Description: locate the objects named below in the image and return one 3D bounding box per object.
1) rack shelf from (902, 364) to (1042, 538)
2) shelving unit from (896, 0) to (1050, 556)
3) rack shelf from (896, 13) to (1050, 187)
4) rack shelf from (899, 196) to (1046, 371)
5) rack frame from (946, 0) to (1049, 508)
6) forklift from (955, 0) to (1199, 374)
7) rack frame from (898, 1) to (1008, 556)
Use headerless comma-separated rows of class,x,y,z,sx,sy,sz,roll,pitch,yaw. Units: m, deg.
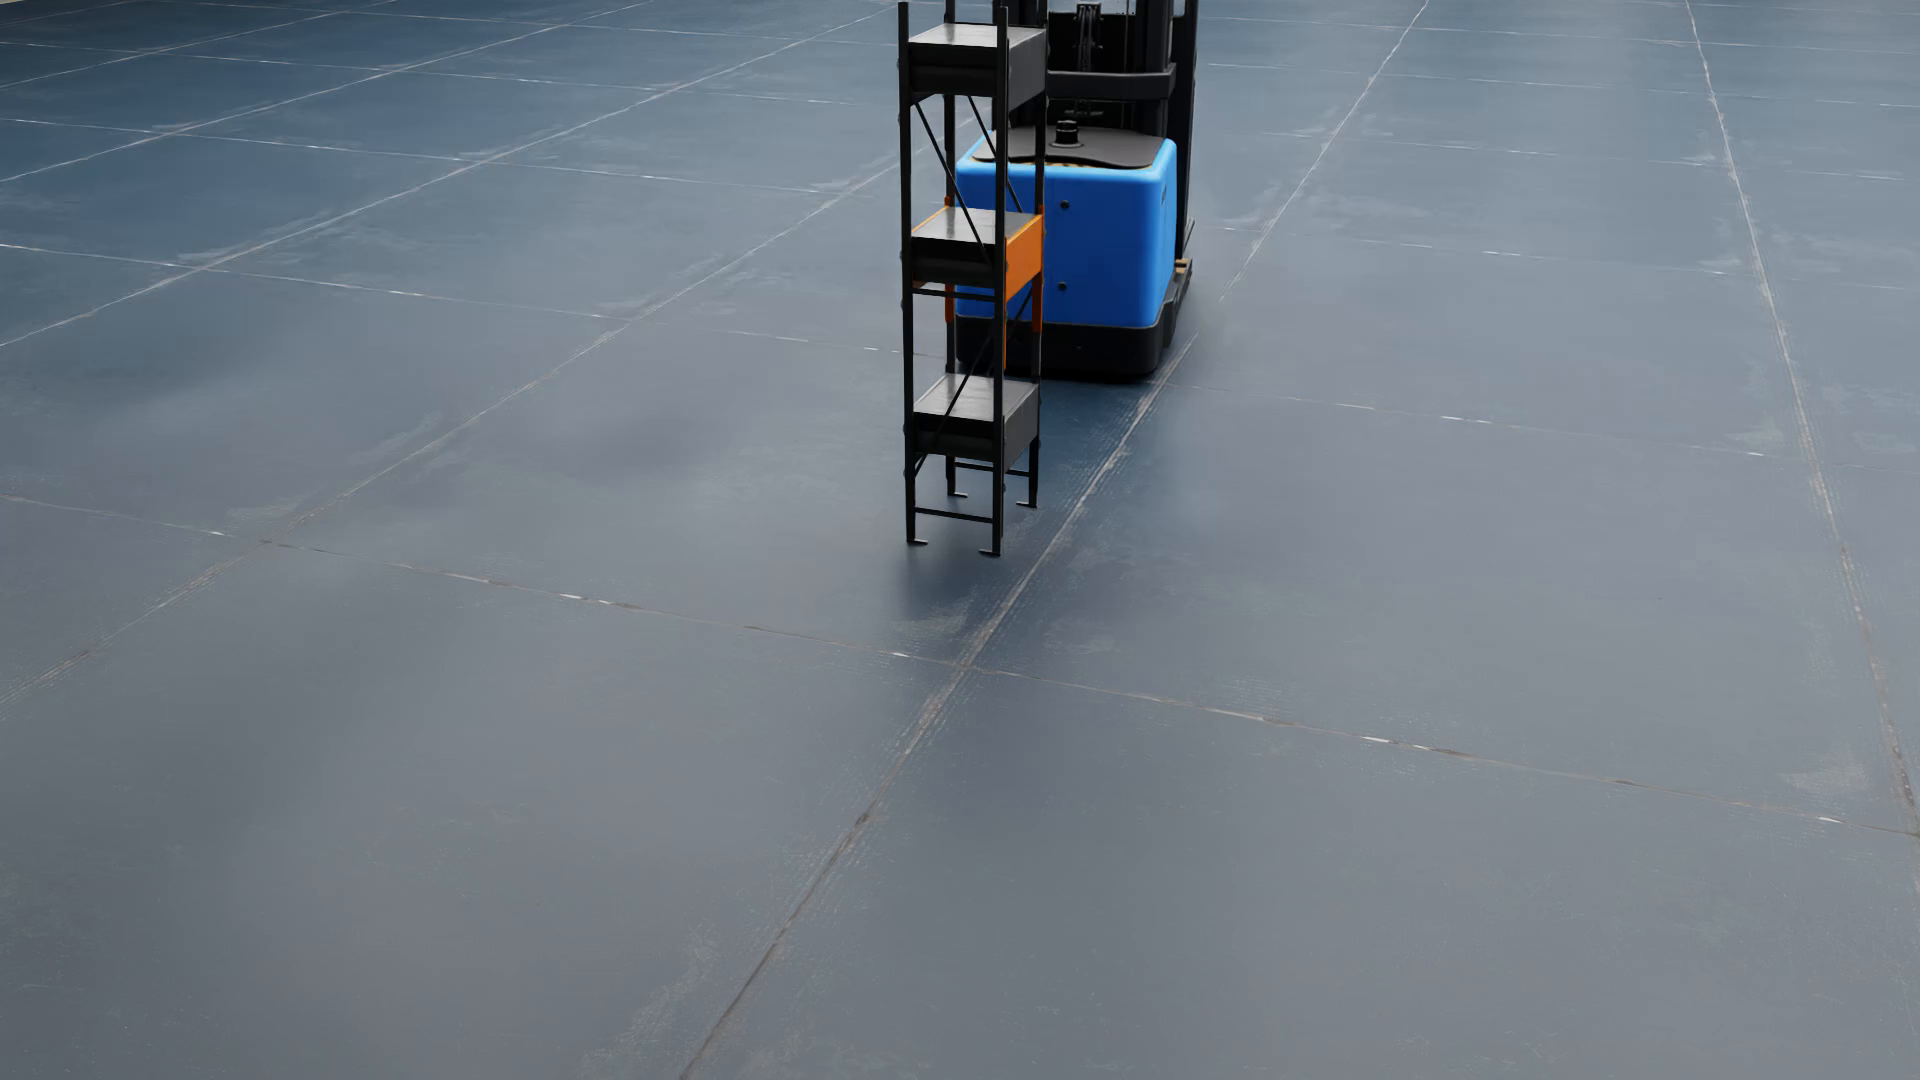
rack shelf,0.055,-0.371,6.744,0.431,0.518,0.480,9,27,17
shelving unit,0.055,-1.013,6.433,0.431,2.100,0.503,9,27,17
rack shelf,0.055,-1.631,6.134,0.431,0.518,0.480,9,27,17
rack shelf,0.055,-1.001,6.439,0.431,0.518,0.480,9,27,17
rack frame,0.136,-1.113,6.640,0.400,2.100,0.015,9,27,17
forklift,0.766,-2.765,9.098,1.130,2.935,3.031,5,26,11
rack frame,-0.026,-0.913,6.226,0.400,2.100,0.015,9,27,17
